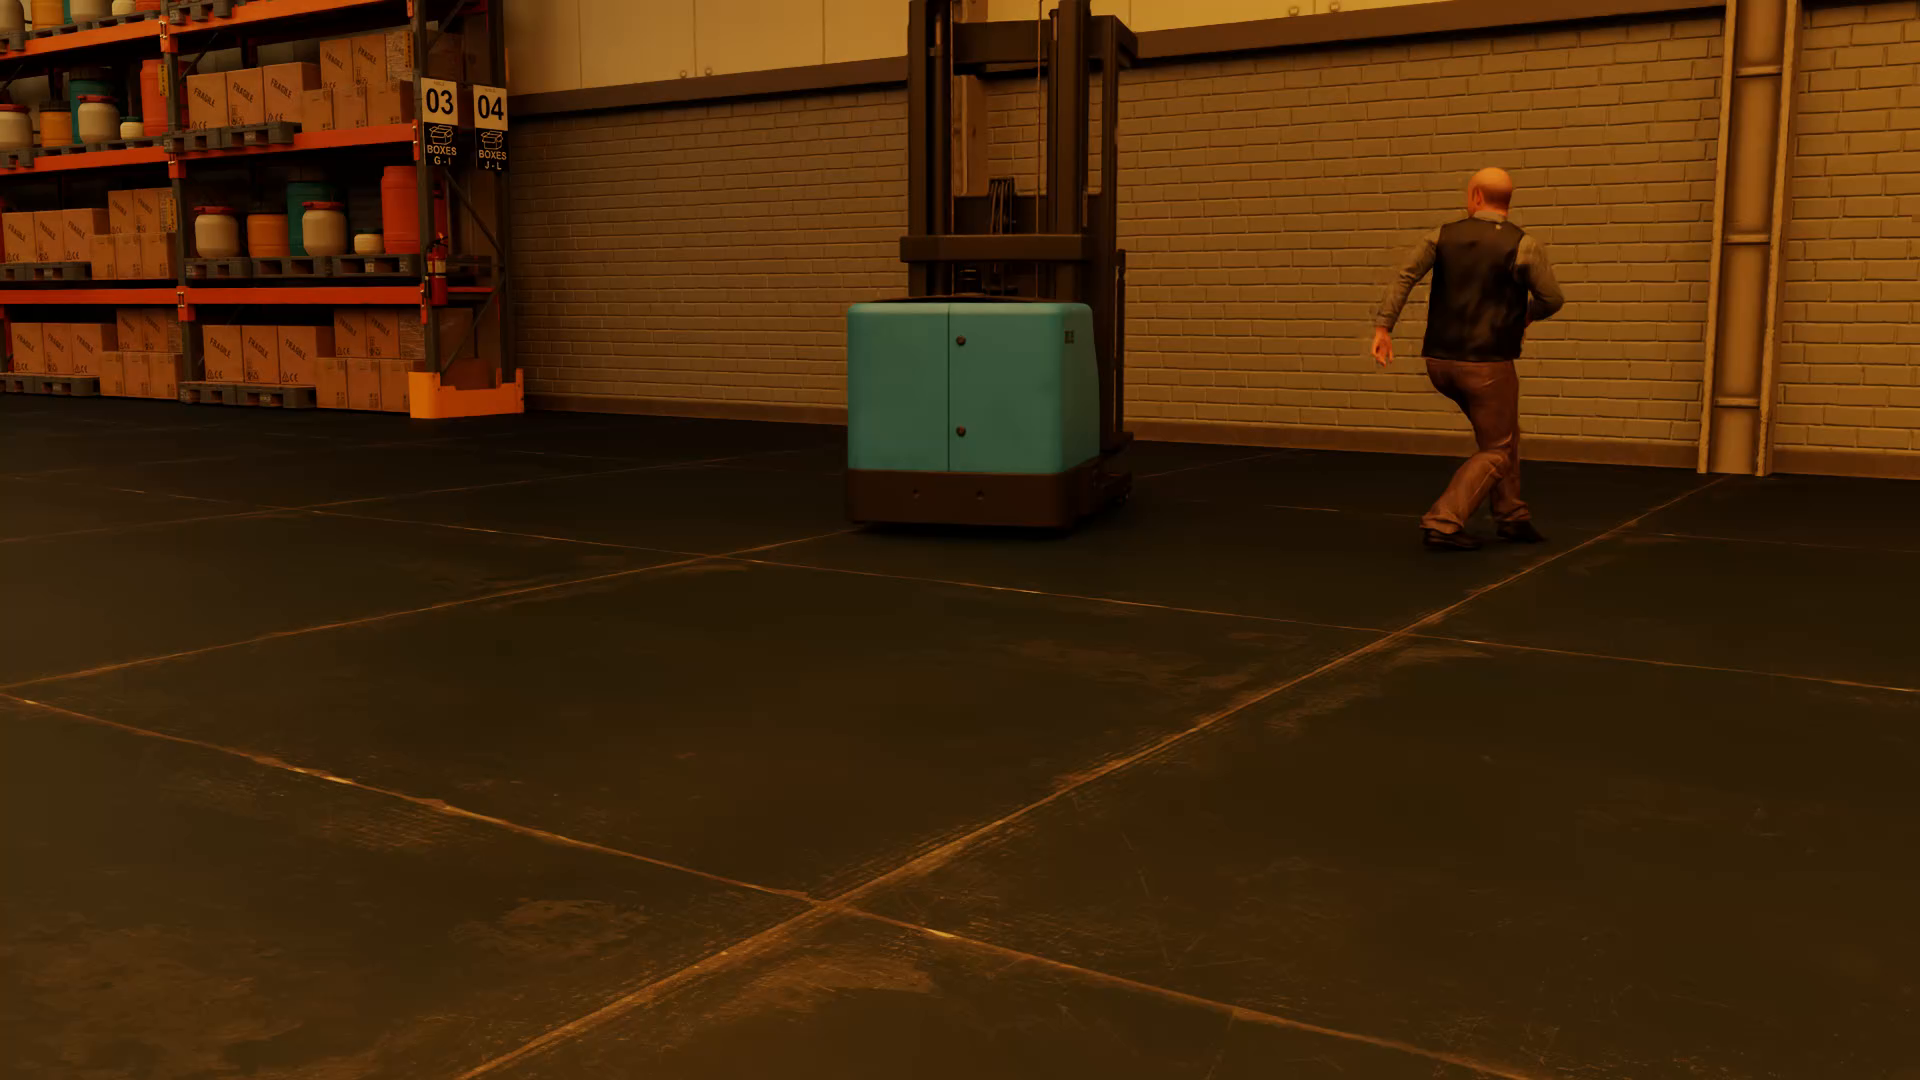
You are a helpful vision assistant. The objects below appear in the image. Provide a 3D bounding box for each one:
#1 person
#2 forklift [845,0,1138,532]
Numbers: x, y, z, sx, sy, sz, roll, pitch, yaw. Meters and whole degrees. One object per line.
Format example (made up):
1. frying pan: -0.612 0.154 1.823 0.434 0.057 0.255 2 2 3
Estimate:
1. person: 2.291 -0.767 7.298 0.896 1.700 0.570 -4 9 -27
2. forklift: 0.330 -1.658 8.851 1.130 2.935 3.031 2 8 15
